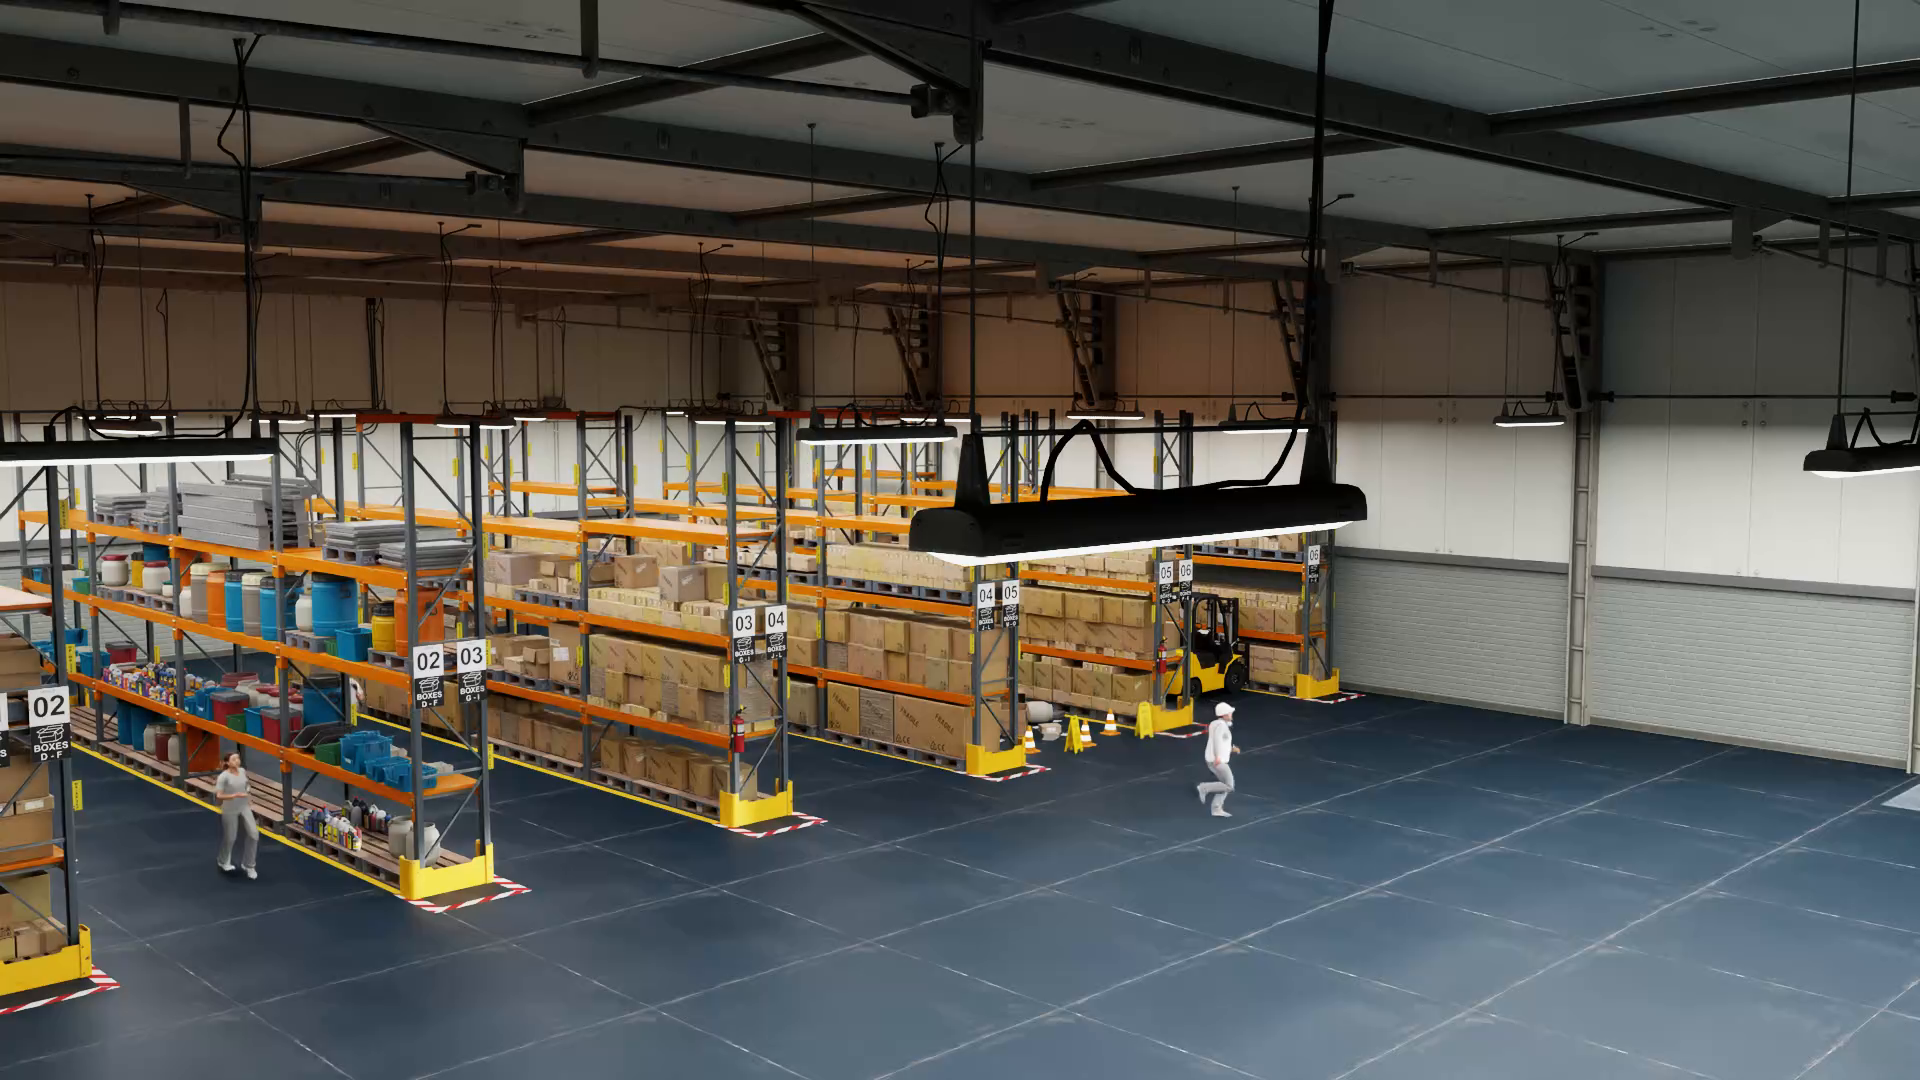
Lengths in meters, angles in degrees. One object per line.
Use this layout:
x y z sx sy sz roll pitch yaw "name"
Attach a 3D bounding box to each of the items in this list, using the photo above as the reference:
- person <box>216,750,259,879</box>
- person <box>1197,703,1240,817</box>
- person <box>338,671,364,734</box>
-9.536 3.606 21.861 0.759 1.725 0.546 4 6 36 "person"
3.899 3.317 25.038 0.681 1.727 0.693 0 5 -3 "person"
-10.427 2.976 28.225 0.954 1.796 0.656 4 6 36 "person"
